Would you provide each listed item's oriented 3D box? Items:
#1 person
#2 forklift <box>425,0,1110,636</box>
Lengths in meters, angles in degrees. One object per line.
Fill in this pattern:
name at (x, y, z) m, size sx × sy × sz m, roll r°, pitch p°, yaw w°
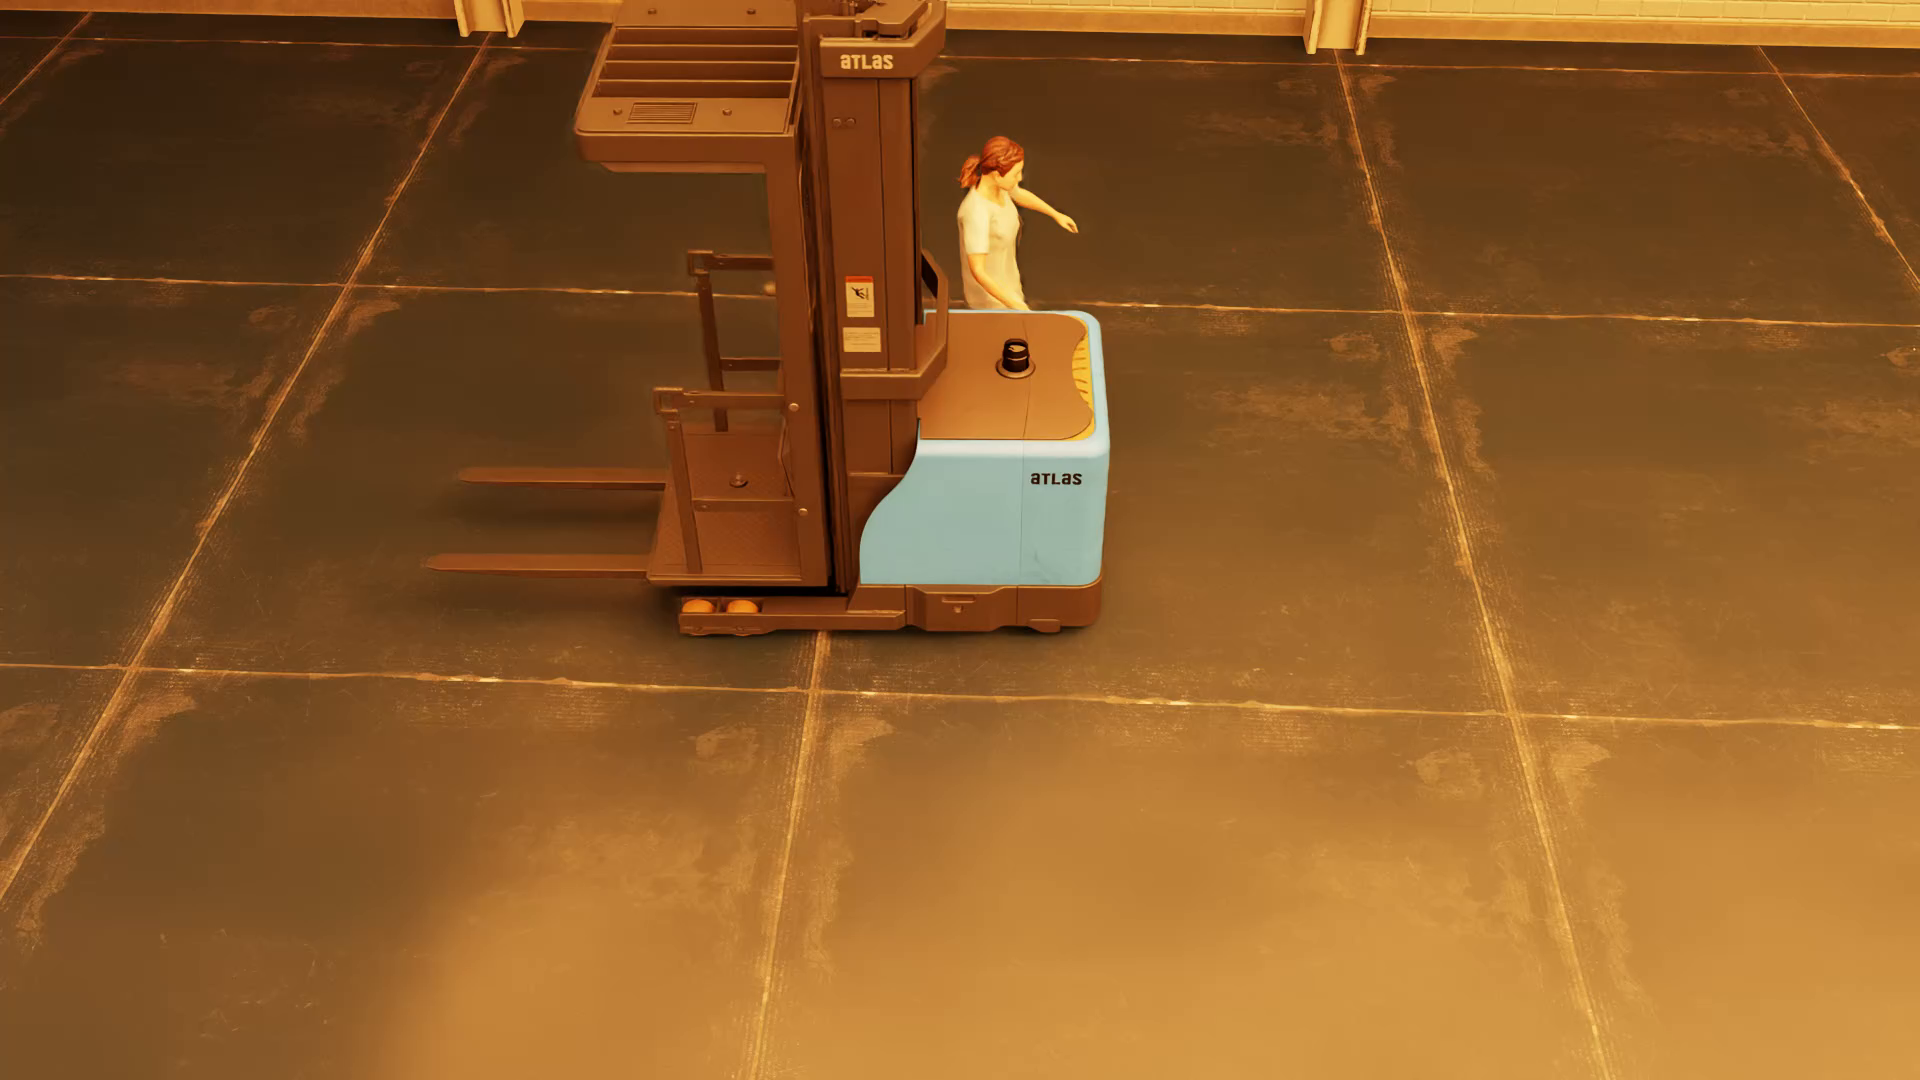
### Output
person at (0.252, -1.292, 8.247) m, size 0.896 × 1.533 × 0.923 m, roll 10°, pitch 43°, yaw 11°
forklift at (-0.880, -1.010, 6.849) m, size 3.031 × 2.935 × 1.130 m, roll 0°, pitch 42°, yaw 1°
